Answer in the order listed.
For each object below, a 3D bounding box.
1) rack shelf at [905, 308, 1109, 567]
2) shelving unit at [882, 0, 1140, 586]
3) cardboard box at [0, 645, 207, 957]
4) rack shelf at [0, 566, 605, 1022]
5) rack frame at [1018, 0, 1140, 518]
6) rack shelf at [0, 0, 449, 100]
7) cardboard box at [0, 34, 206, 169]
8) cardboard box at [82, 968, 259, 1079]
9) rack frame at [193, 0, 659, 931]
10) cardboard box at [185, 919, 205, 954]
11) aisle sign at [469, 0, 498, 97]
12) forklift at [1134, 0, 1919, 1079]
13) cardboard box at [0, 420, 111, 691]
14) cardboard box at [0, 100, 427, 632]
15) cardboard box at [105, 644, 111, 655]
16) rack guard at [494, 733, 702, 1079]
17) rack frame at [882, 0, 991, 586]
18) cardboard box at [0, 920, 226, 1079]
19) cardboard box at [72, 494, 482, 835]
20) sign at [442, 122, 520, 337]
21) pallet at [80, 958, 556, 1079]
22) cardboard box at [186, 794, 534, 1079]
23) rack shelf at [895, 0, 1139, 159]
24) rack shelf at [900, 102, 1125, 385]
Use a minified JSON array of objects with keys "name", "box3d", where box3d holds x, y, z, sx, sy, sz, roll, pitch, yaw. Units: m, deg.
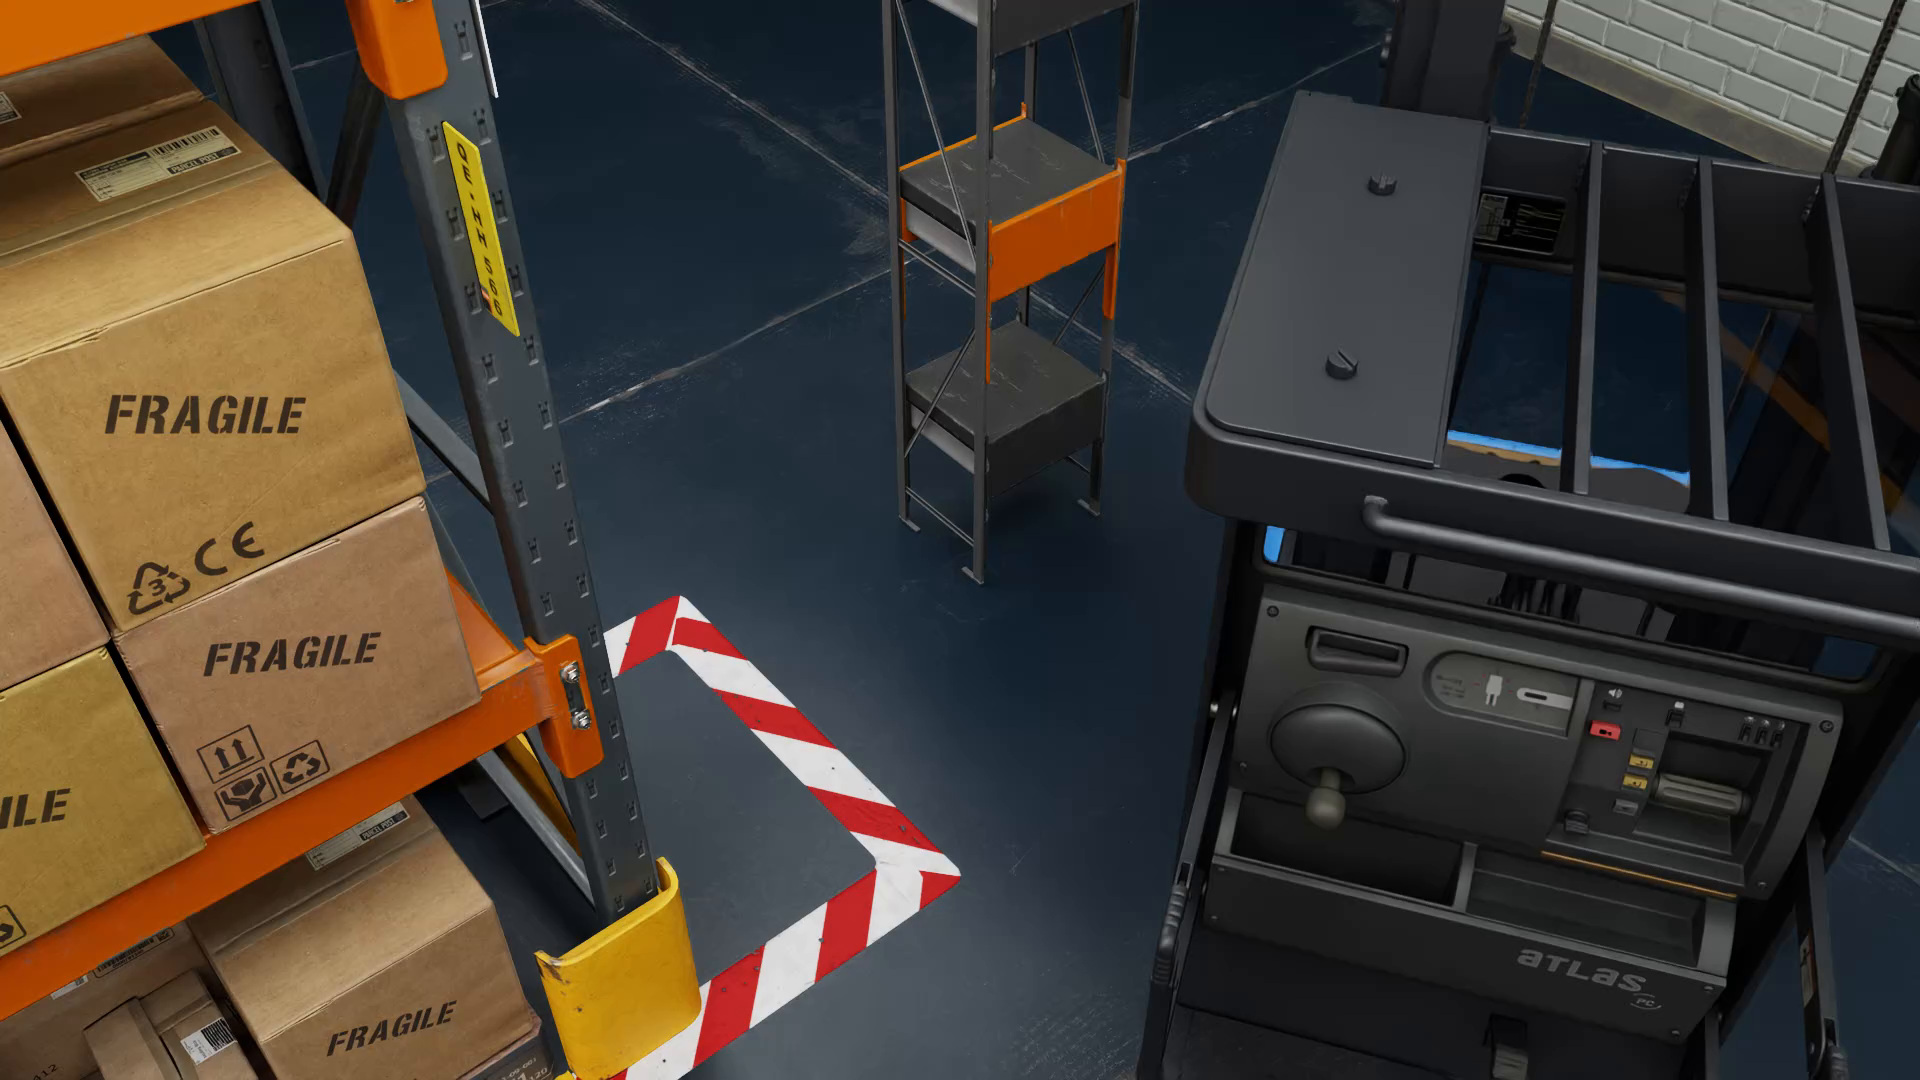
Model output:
[{"name":"rack shelf","box3d":[0.127,-0.318,5.097,0.480,0.518,0.431,-30,51,-28]},{"name":"shelving unit","box3d":[0.127,-0.838,4.609,0.503,2.100,0.431,-30,51,-28]},{"name":"cardboard box","box3d":[-1.614,0.314,2.651,0.500,0.500,0.500,-29,51,-28]},{"name":"rack shelf","box3d":[-2.584,0.922,2.603,4.000,0.370,1.077,-30,51,-28]},{"name":"rack frame","box3d":[0.314,-0.945,4.723,0.015,2.100,0.400,-30,51,-28]},{"name":"rack shelf","box3d":[-2.584,-0.171,1.576,4.000,0.370,1.077,-30,51,-28]},{"name":"cardboard box","box3d":[-1.559,-0.563,2.855,0.500,0.500,0.500,-28,50,-27]},{"name":"cardboard box","box3d":[-1.677,1.153,3.580,0.250,0.166,0.380,-30,51,-28]},{"name":"rack frame","box3d":[-1.049,-0.219,3.292,0.127,3.000,1.000,-30,51,-28]},{"name":"cardboard box","box3d":[-1.783,0.767,3.990,0.250,0.166,0.380,-30,51,-28]},{"name":"aisle sign","box3d":[-0.801,-1.035,2.262,0.004,0.787,0.394,-30,51,-28]},{"name":"forklift","box3d":[0.887,0.441,2.640,1.130,2.935,3.031,12,44,12]},{"name":"cardboard box","box3d":[-1.601,-0.057,2.316,0.500,0.500,0.500,-28,50,-27]},{"name":"cardboard box","box3d":[-1.214,-0.280,2.553,0.500,0.500,0.500,-30,51,-28]},{"name":"cardboard box","box3d":[-1.559,-0.199,3.197,0.500,0.500,0.500,-29,50,-27]},{"name":"rack guard","box3d":[-1.108,0.726,4.112,0.348,0.500,1.175,-30,51,-28]},{"name":"rack frame","box3d":[-0.060,-0.731,4.494,0.015,2.100,0.400,-30,51,-28]},{"name":"cardboard box","box3d":[-2.032,0.933,3.753,0.500,0.250,0.500,-30,51,-28]},{"name":"cardboard box","box3d":[-1.218,0.085,2.896,0.500,0.500,0.500,-28,50,-27]},{"name":"sign","box3d":[-0.709,-0.456,2.467,0.005,0.325,0.100,-30,51,-28]},{"name":"pallet","box3d":[-1.719,1.182,3.837,1.213,0.211,1.003,-30,51,-28]},{"name":"cardboard box","box3d":[-1.308,0.900,3.605,0.500,0.500,0.500,-30,51,-28]},{"name":"rack shelf","box3d":[0.127,-1.338,4.139,0.480,0.518,0.431,-30,51,-28]},{"name":"rack shelf","box3d":[0.127,-0.828,4.618,0.480,0.518,0.431,-30,51,-28]}]
